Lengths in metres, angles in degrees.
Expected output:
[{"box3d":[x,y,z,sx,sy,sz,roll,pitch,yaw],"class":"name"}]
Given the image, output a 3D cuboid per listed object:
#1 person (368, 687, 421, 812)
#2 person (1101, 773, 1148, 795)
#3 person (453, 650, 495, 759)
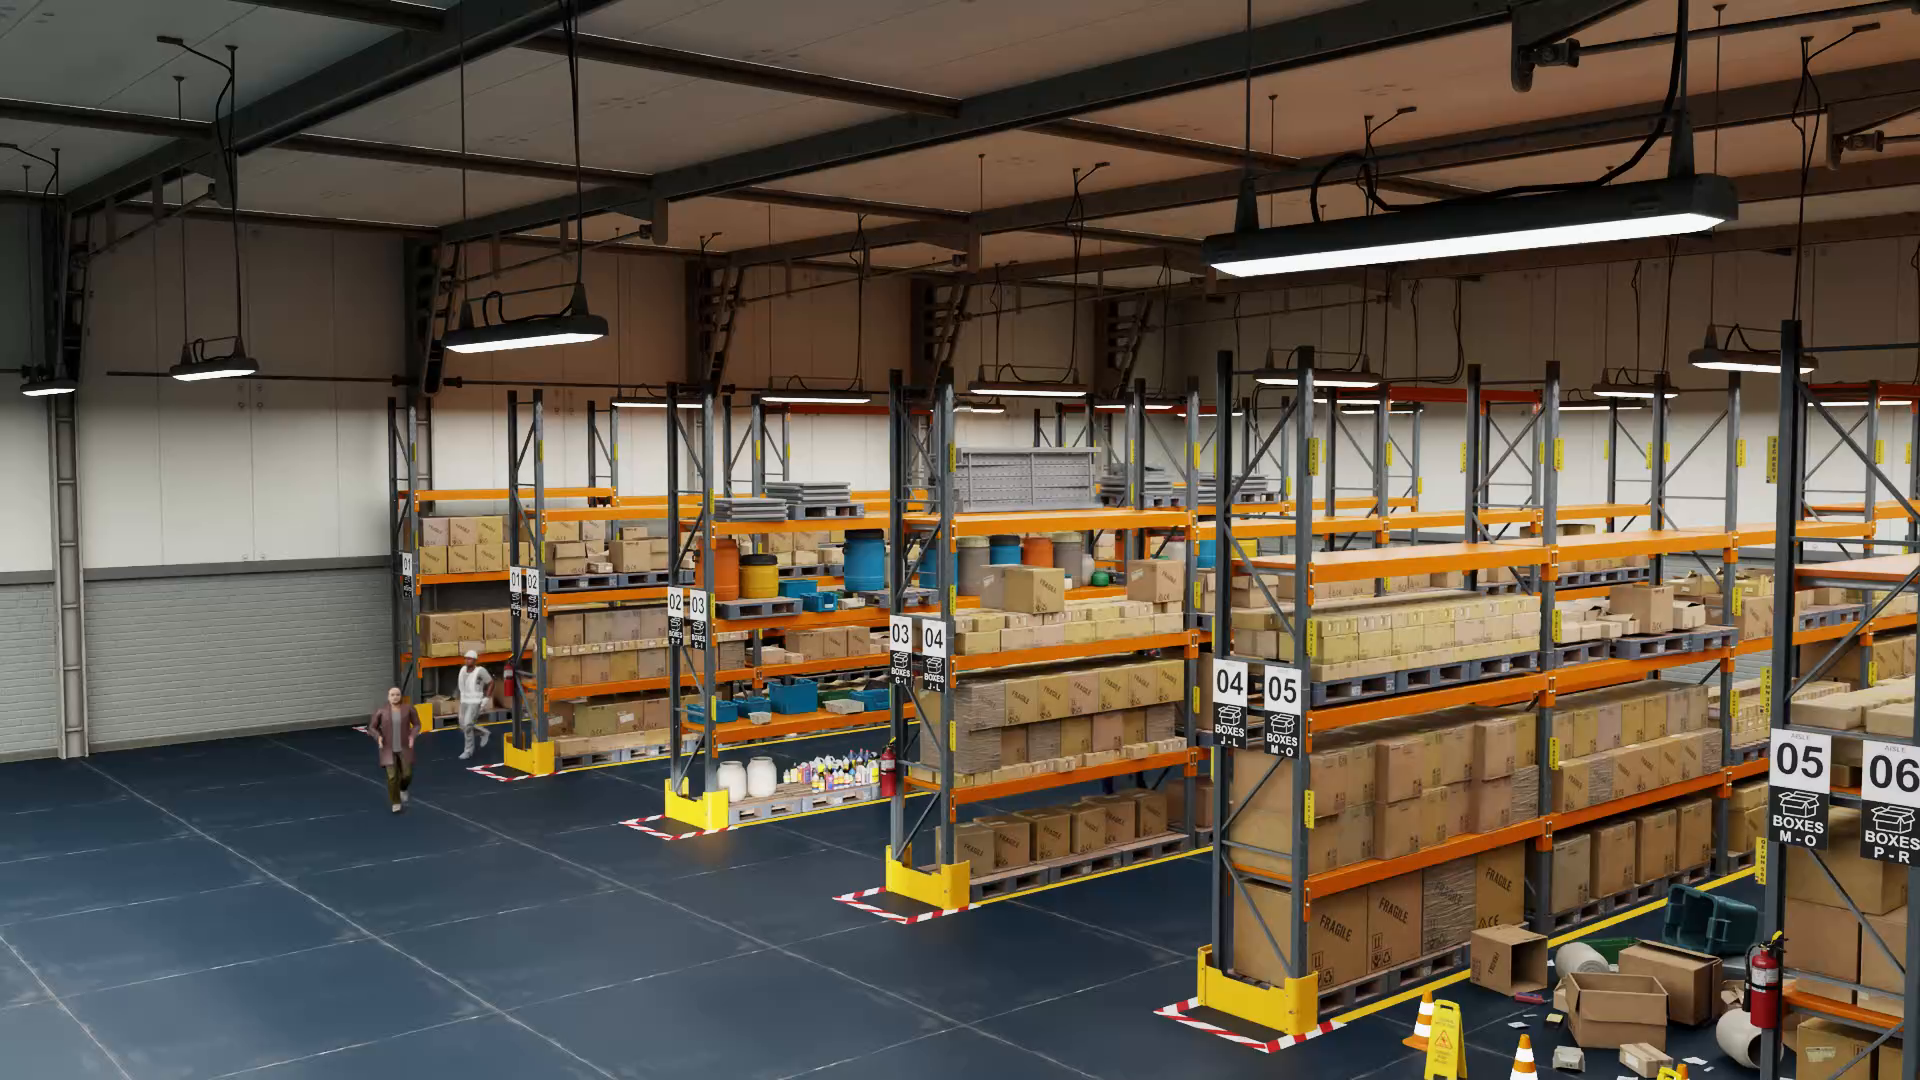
[{"box3d":[-7.935,2.932,23.384,0.707,1.725,0.668,-1,4,-22],"class":"person"},{"box3d":[2.342,3.014,23.231,0.574,1.694,0.909,3,5,43],"class":"person"},{"box3d":[-8.035,2.697,27.468,0.720,1.764,0.727,2,4,31],"class":"person"}]
